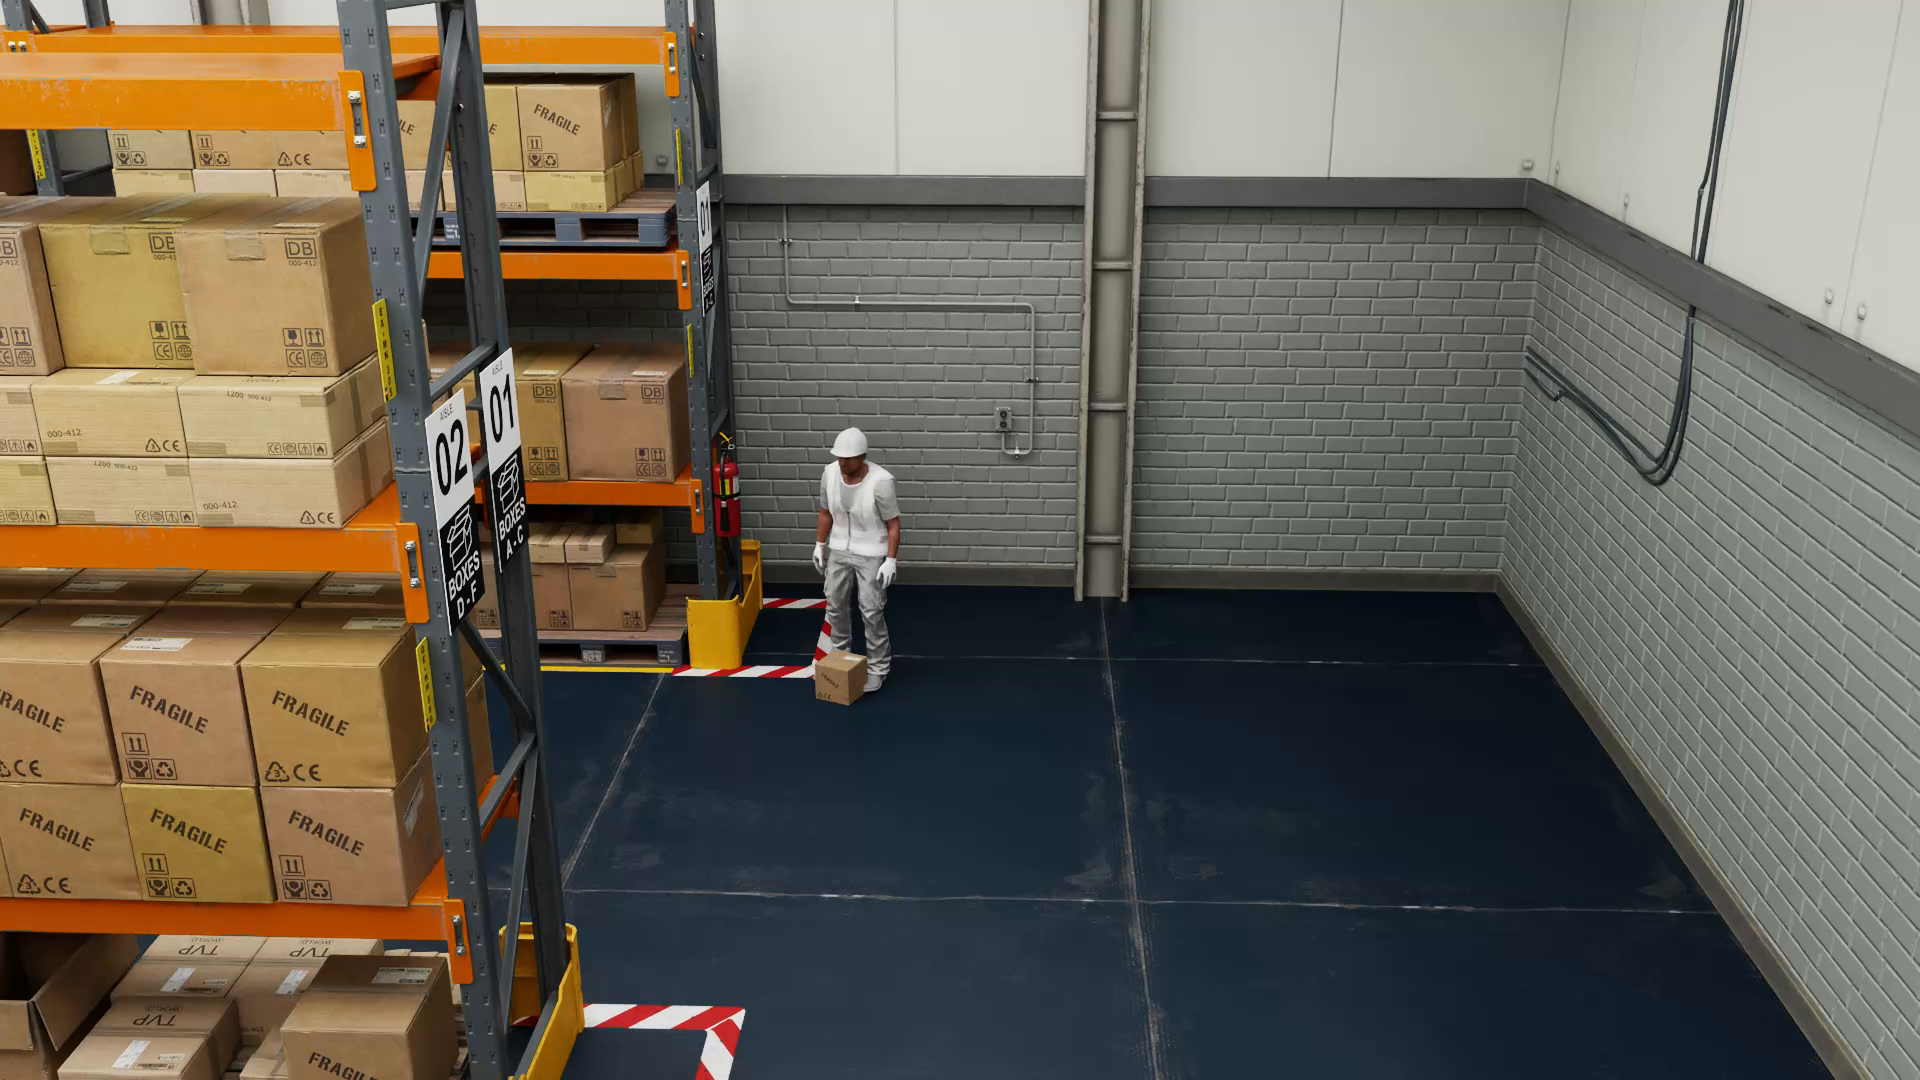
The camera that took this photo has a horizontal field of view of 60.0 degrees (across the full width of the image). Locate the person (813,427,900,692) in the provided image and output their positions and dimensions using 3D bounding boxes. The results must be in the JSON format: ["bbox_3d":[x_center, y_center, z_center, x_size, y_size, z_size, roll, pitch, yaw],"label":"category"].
[{"bbox_3d":[-0.675,0.109,10.775,0.614,1.773,0.449,11,23,26],"label":"person"}]
